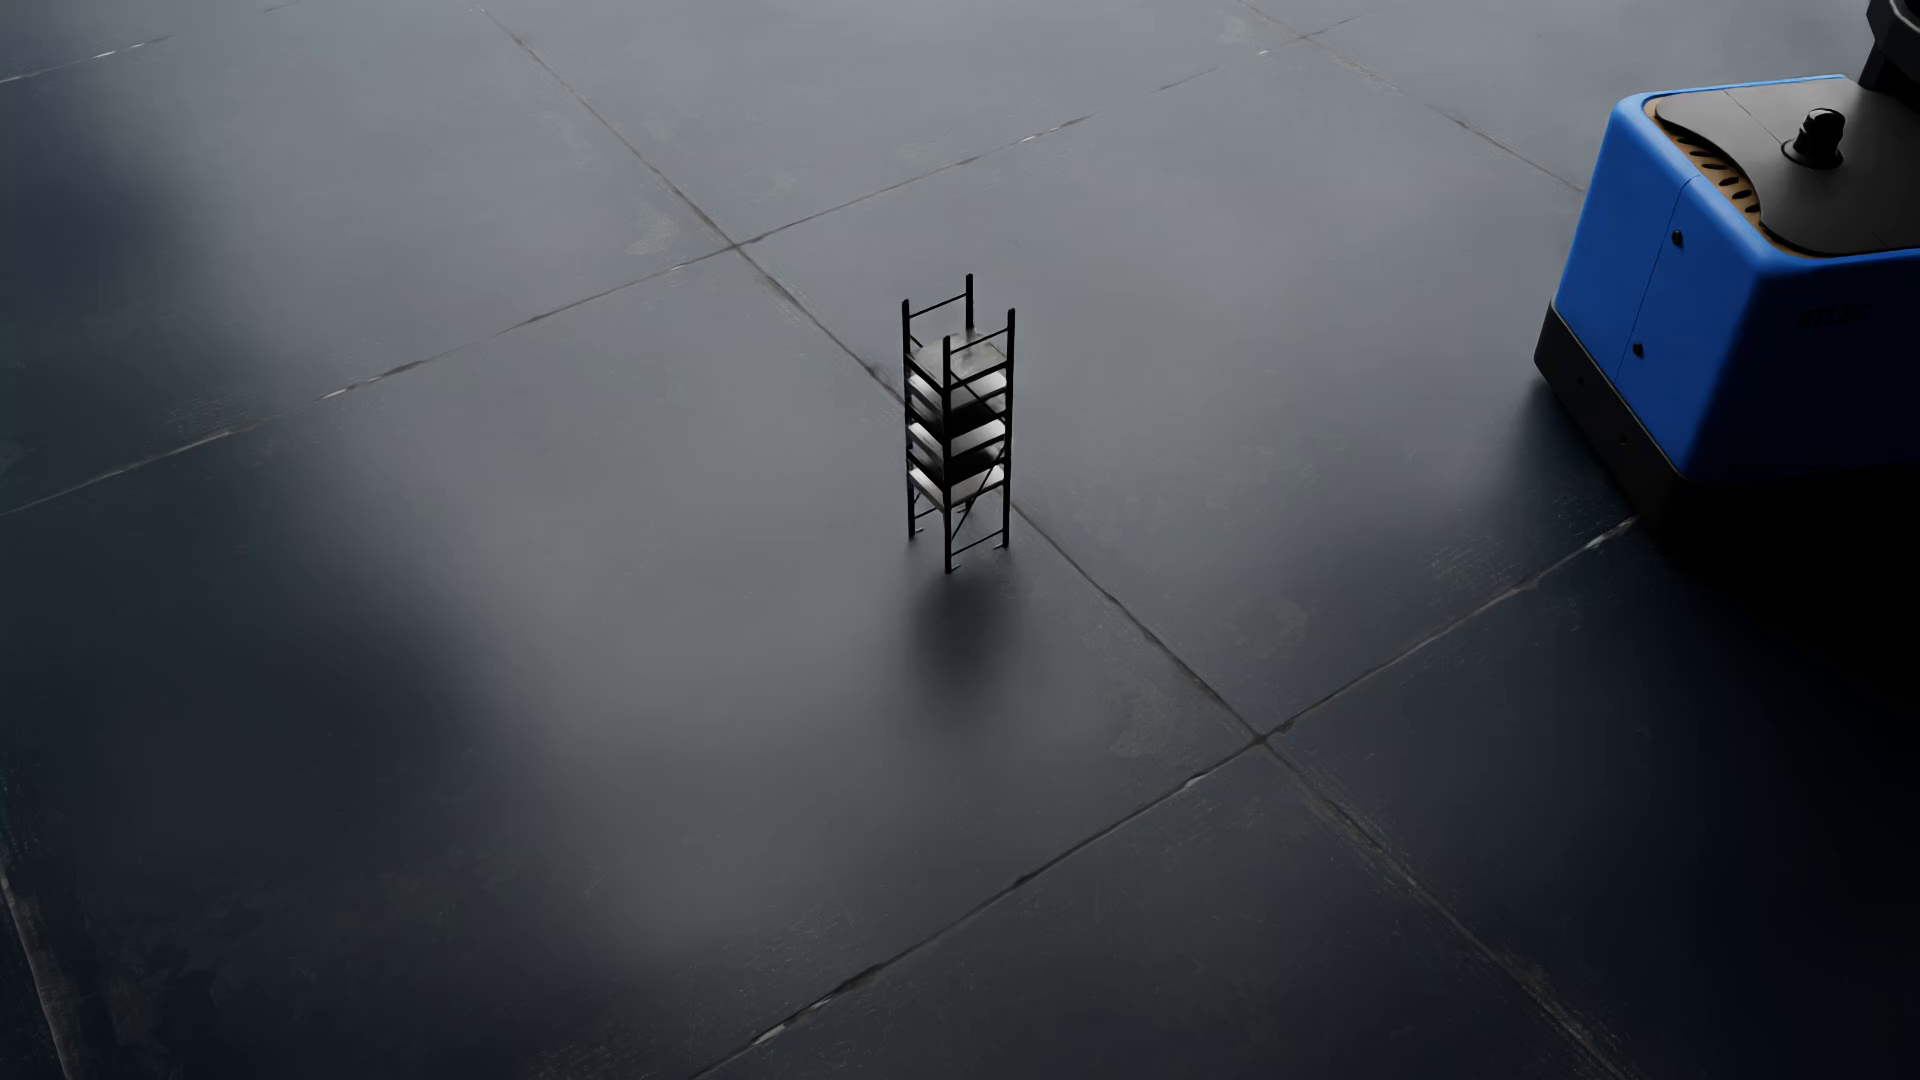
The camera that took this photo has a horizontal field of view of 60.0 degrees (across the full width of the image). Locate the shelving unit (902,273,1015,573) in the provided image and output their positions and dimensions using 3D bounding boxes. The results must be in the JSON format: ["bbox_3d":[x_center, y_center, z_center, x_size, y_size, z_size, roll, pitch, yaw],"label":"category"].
[{"bbox_3d":[-0.005,-0.330,4.944,0.258,0.900,0.210,-26,49,-24],"label":"shelving unit"}]

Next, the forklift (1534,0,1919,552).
[{"bbox_3d":[3.569,-1.521,4.721,3.031,2.935,1.130,-7,44,-8],"label":"forklift"}]

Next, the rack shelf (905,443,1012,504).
[{"bbox_3d":[-0.005,-0.241,5.029,0.258,0.077,0.200,-26,49,-24],"label":"rack shelf"}]

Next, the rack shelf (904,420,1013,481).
[{"bbox_3d":[-0.005,-0.306,4.967,0.258,0.077,0.200,-26,49,-24],"label":"rack shelf"}]

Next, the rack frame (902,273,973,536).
[{"bbox_3d":[-0.063,-0.388,5.004,0.240,0.900,0.006,-26,49,-24],"label":"rack frame"}]

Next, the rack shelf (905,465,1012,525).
[{"bbox_3d":[-0.005,-0.176,5.091,0.258,0.077,0.200,-26,49,-24],"label":"rack shelf"}]

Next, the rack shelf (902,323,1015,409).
[{"bbox_3d":[-0.005,-0.501,4.781,0.258,0.077,0.200,-26,49,-24],"label":"rack shelf"}]

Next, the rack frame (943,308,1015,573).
[{"bbox_3d":[0.054,-0.273,4.884,0.240,0.900,0.006,-26,49,-24],"label":"rack frame"}]

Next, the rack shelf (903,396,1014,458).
[{"bbox_3d":[-0.005,-0.371,4.905,0.258,0.077,0.200,-26,49,-24],"label":"rack shelf"}]

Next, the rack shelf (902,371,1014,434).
[{"bbox_3d":[-0.005,-0.436,4.843,0.258,0.077,0.200,-26,49,-24],"label":"rack shelf"}]
